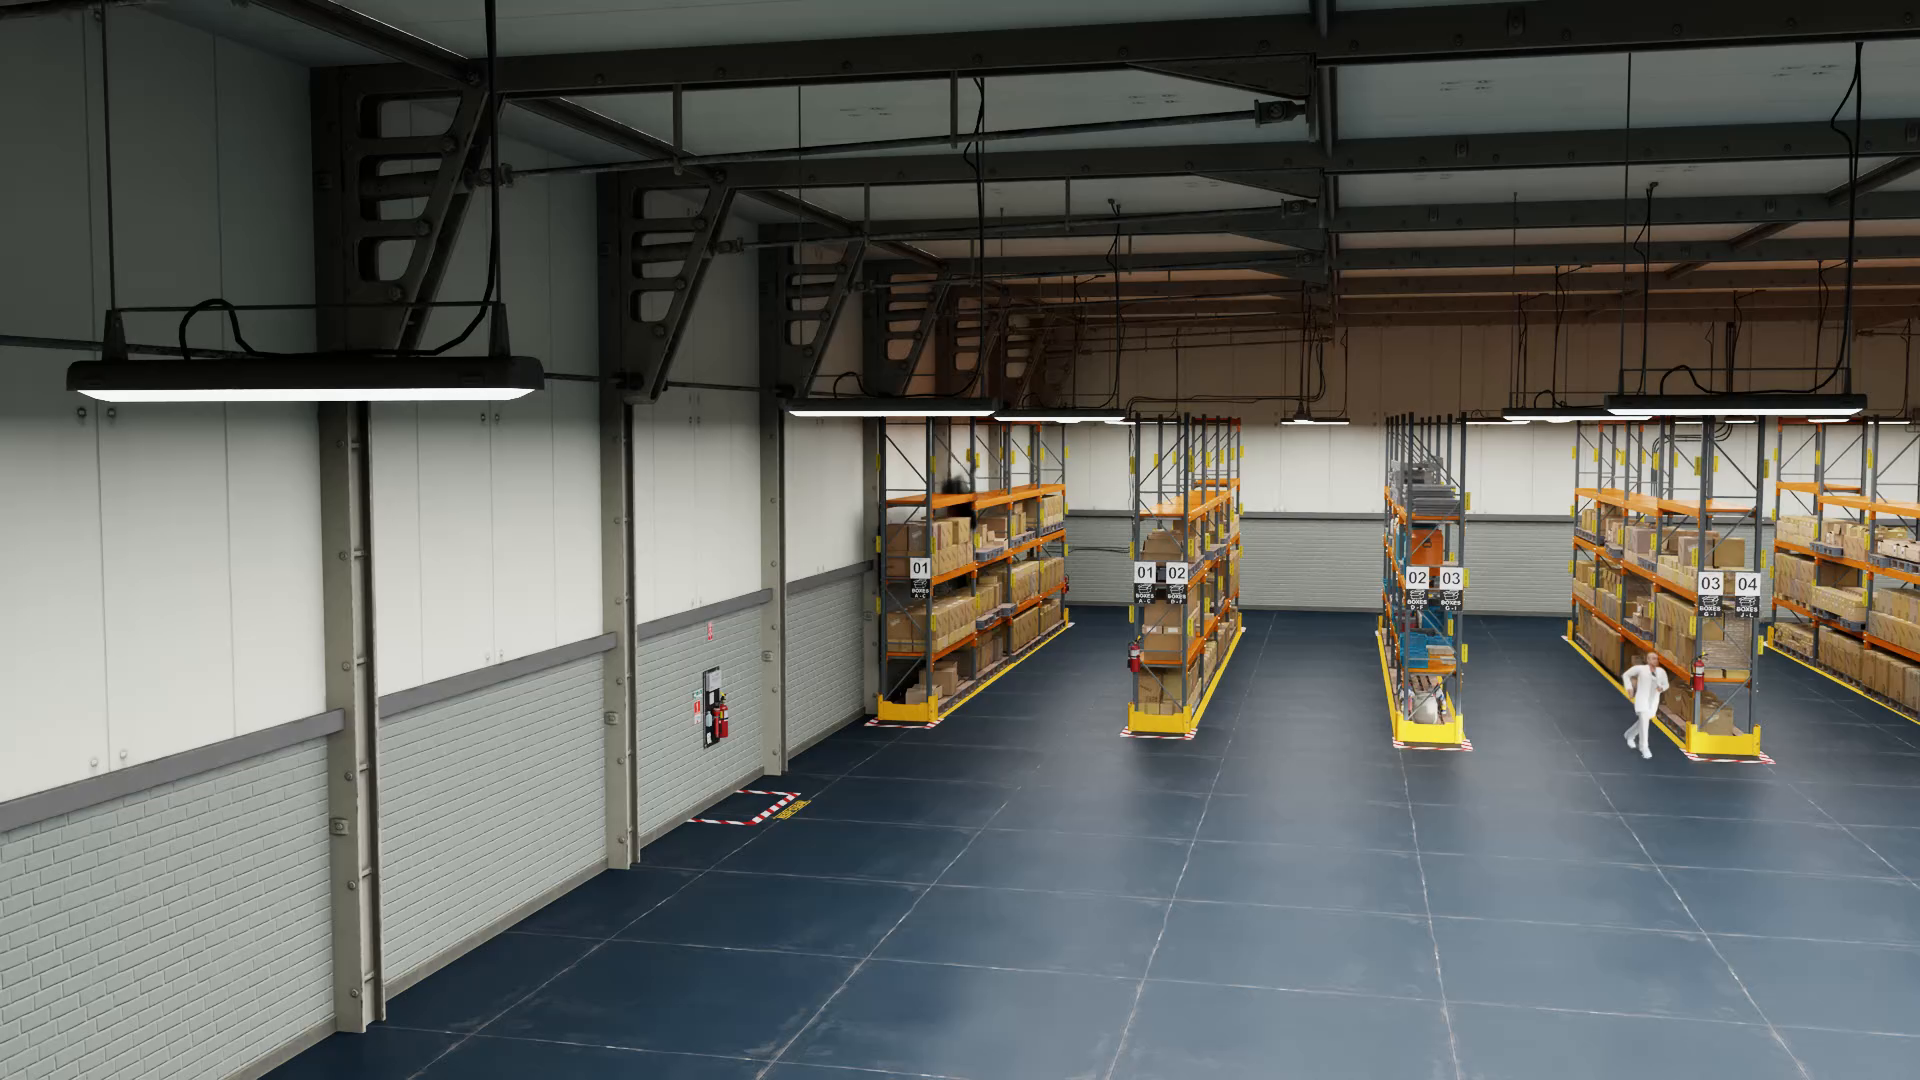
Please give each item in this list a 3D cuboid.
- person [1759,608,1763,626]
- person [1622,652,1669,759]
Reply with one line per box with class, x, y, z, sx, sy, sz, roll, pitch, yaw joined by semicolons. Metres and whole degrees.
person;19.455;2.197;40.874;0.528;1.551;0.572;1;4;14
person;12.093;2.861;29.250;0.739;1.784;1.030;-1;4;-9
